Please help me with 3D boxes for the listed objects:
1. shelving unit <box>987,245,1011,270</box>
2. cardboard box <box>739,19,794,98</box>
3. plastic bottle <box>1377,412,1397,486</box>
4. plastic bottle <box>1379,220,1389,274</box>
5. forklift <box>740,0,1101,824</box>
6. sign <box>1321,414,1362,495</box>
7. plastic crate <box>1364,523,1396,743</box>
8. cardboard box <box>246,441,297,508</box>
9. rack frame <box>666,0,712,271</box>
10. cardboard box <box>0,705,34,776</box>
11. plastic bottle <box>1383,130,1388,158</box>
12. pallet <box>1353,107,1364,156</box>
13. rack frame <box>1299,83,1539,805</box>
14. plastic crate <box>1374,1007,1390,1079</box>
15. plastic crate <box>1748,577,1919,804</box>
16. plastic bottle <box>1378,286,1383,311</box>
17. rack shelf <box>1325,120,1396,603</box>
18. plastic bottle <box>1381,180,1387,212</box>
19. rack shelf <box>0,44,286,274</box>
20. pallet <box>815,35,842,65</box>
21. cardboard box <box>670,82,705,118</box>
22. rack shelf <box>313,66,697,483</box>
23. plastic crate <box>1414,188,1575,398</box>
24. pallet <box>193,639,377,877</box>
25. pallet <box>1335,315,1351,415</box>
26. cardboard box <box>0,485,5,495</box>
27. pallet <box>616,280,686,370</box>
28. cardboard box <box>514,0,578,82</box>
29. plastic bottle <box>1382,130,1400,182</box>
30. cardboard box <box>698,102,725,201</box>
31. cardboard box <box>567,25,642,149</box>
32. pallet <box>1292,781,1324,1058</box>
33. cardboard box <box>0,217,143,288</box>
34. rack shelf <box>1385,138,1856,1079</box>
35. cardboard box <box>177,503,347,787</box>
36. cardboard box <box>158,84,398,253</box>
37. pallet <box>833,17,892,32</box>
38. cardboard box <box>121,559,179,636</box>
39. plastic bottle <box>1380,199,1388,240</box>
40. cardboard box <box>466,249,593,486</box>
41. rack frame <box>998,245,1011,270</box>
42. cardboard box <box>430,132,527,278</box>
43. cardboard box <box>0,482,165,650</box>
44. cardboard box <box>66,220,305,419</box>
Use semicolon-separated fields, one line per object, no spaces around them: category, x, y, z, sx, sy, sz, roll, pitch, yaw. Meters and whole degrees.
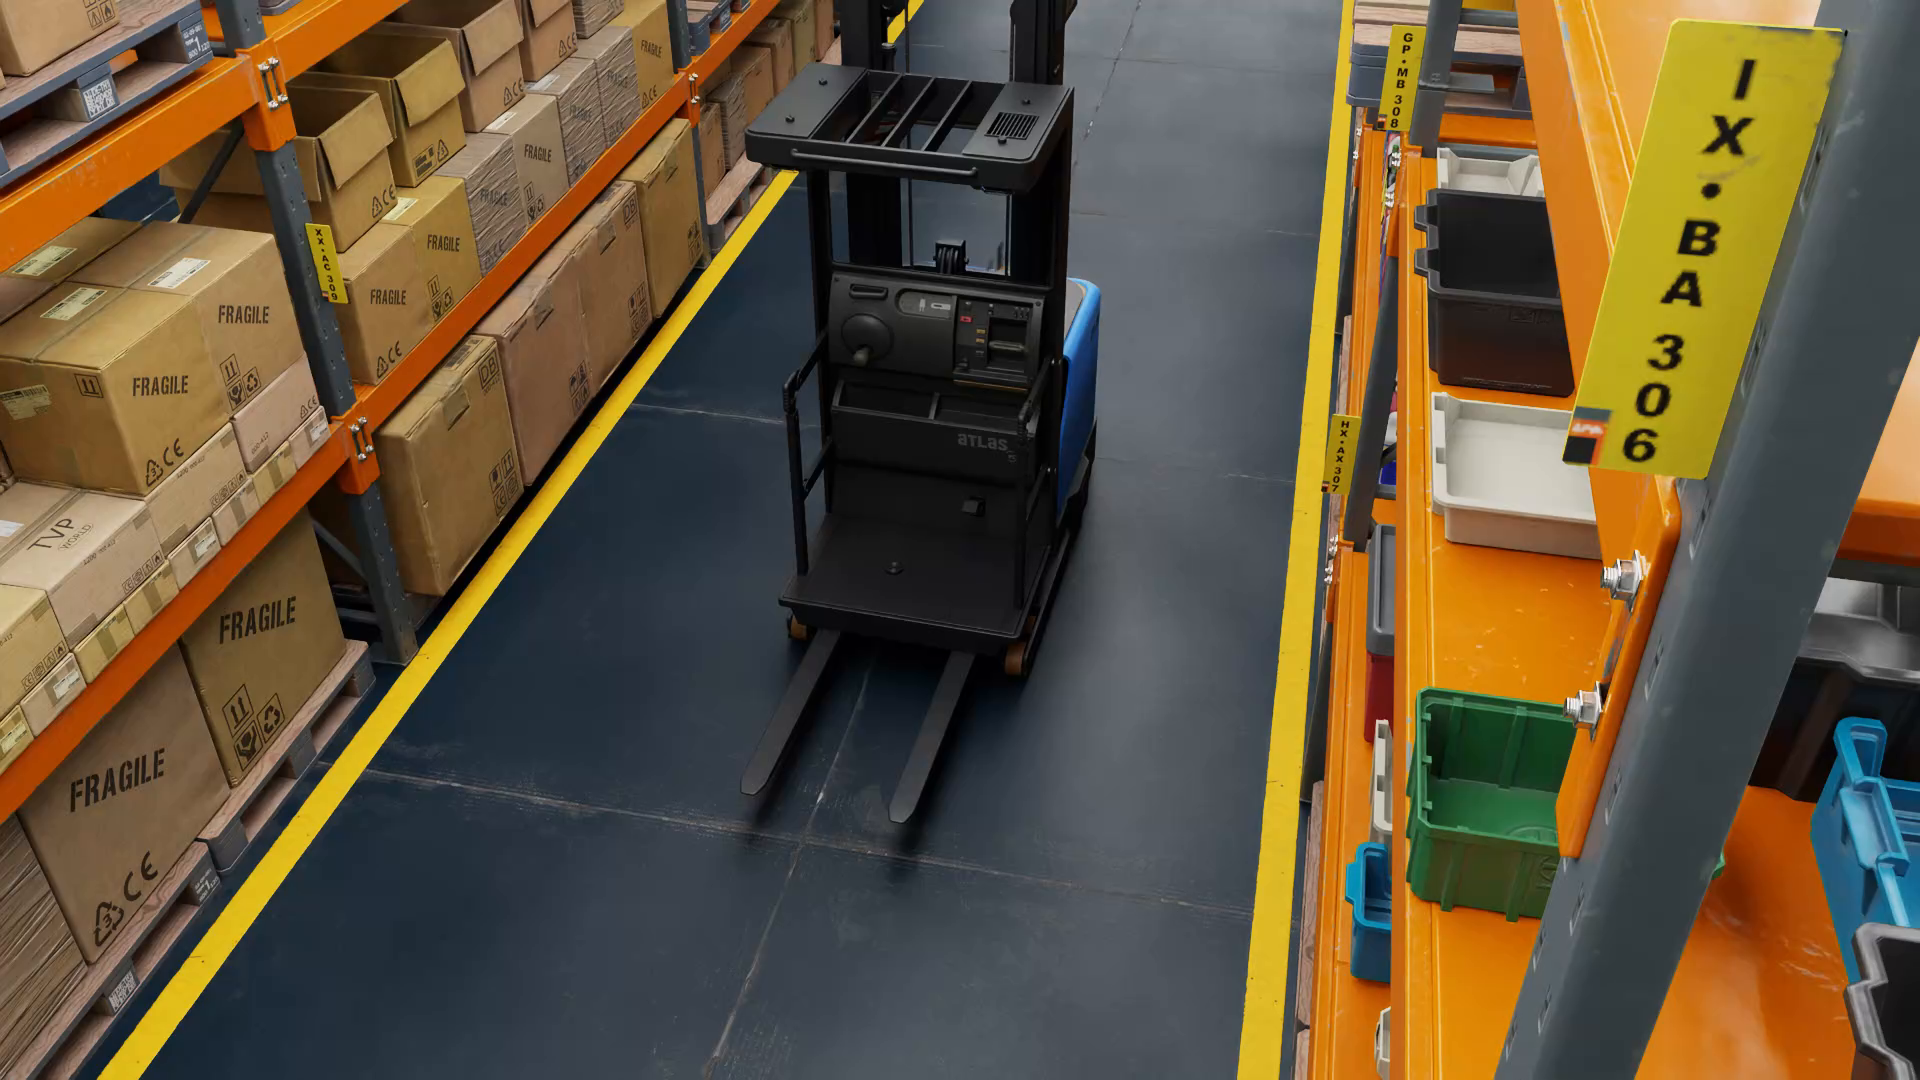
shelving unit;0.263;-1.005;8.742;0.215;1.050;0.252;9;37;12
cardboard box;-1.639;-3.549;12.346;0.700;0.500;0.500;4;36;6
plastic bottle;1.650;-0.334;6.260;0.152;0.276;0.135;7;37;10
plastic bottle;2.032;-1.358;7.673;0.152;0.276;0.135;7;37;10
forklift;-0.158;-0.829;6.897;1.130;2.935;3.031;9;37;12
sign;1.345;-0.299;5.871;0.100;0.325;0.005;7;37;10
plastic crate;1.446;0.313;5.157;0.402;0.464;0.583;7;37;10
cardboard box;-2.757;-0.273;6.284;0.380;0.149;0.250;8;37;11
rack frame;-2.102;-3.031;9.876;1.000;3.000;0.127;7;37;10
cardboard box;-3.086;0.613;5.063;0.380;0.149;0.250;6;36;9
plastic bottle;2.328;-2.153;8.770;0.152;0.276;0.135;7;37;10
pallet;3.461;-3.120;12.374;1.003;0.211;1.213;7;37;10
rack frame;1.882;-0.117;5.856;1.000;3.000;0.127;7;37;10
plastic crate;1.182;1.269;4.117;0.298;0.136;0.250;7;37;10
plastic crate;1.622;0.145;2.991;0.504;0.338;0.767;7;37;10
plastic bottle;1.912;-1.082;7.356;0.097;0.201;0.097;0;36;0
rack shelf;2.309;-0.973;7.649;1.077;0.370;4.000;7;37;10
plastic bottle;2.149;-1.718;8.233;0.097;0.201;0.097;0;36;0
rack shelf;-3.384;-0.515;4.461;1.077;0.370;4.000;7;37;10
pallet;-1.413;-3.749;13.243;1.003;0.211;1.213;7;37;10
cardboard box;-1.988;-2.889;10.796;0.500;0.250;0.500;9;37;12
rack shelf;-2.529;-1.593;8.506;1.077;0.370;4.000;7;37;10
plastic crate;1.349;-0.601;4.079;0.497;0.269;0.590;7;37;10
pallet;-3.196;0.817;6.943;1.003;0.211;1.213;7;37;10
pallet;2.609;-0.824;9.207;1.003;0.211;1.213;7;37;10
cardboard box;-3.529;0.021;5.539;0.500;0.250;0.500;8;37;11
pallet;-2.344;-1.460;10.084;1.003;0.211;1.213;7;37;10
cardboard box;-2.416;-2.688;8.462;0.797;0.503;0.637;8;37;11
plastic bottle;2.213;-1.973;8.516;0.061;0.283;0.133;7;37;10
cardboard box;-1.979;-2.584;11.014;0.700;0.500;0.500;5;36;8
cardboard box;-2.078;-2.473;9.021;0.500;0.500;0.500;7;37;10
pallet;1.763;1.438;6.086;1.003;0.211;1.213;7;37;10
cardboard box;-3.309;-0.859;6.114;0.500;0.500;0.500;7;37;10
rack shelf;1.455;0.106;3.605;1.077;0.370;4.000;7;37;10
cardboard box;-3.176;0.320;6.704;0.875;0.875;0.875;7;37;10
cardboard box;-2.828;-1.552;6.895;0.797;0.503;0.637;6;36;9
pallet;-1.139;-4.585;14.396;1.003;0.211;1.213;7;37;10
cardboard box;-2.921;0.170;5.674;0.380;0.149;0.250;8;37;11
plastic bottle;2.079;-1.558;7.953;0.097;0.271;0.097;0;36;0
cardboard box;-2.649;-0.930;8.429;1.225;0.875;0.875;6;36;8
rack frame;0.293;-1.074;8.837;0.200;1.050;0.008;9;37;12
cardboard box;-2.400;-1.586;7.797;0.500;0.500;0.500;7;36;9
cardboard box;-3.012;0.078;5.461;0.500;0.250;0.500;8;37;11
cardboard box;-2.794;-0.804;6.039;0.500;0.500;0.500;8;37;11
